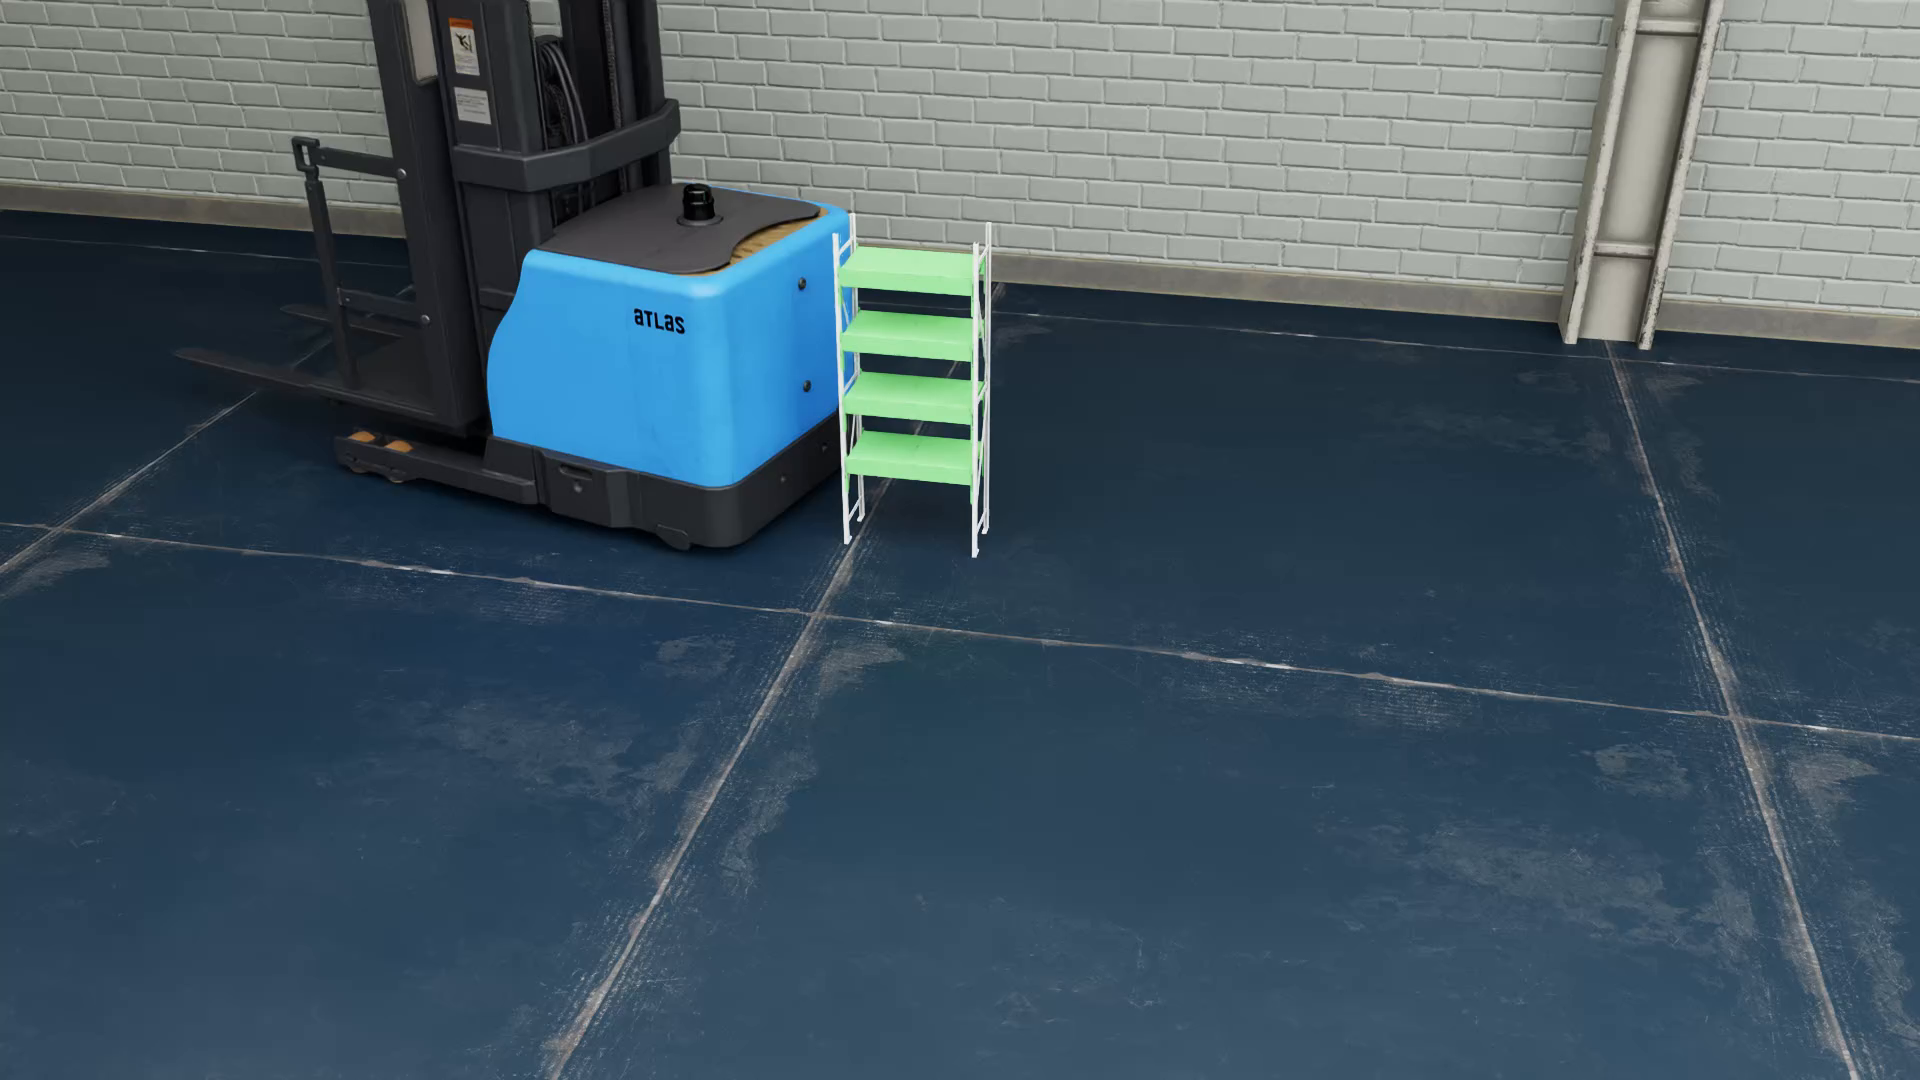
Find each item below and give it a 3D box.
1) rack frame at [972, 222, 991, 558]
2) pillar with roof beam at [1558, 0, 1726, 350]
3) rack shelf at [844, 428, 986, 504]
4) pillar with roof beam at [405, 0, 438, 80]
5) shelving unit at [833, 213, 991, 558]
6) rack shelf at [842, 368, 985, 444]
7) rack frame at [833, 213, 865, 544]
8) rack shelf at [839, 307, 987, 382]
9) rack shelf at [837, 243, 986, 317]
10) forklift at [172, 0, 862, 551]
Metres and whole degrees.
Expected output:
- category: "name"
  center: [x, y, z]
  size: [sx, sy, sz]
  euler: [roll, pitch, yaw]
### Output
- category: "rack frame"
  center: [0.077, -0.518, 5.947]
  size: [0.015, 1.200, 0.240]
  euler: [6, 29, 11]
- category: "pillar with roof beam"
  center: [2.223, -2.922, 2.216]
  size: [0.400, 9.000, 9.100]
  euler: [6, 29, 11]
- category: "rack shelf"
  center: [-0.162, -0.276, 6.138]
  size: [0.480, 0.148, 0.258]
  euler: [6, 29, 11]
- category: "pillar with roof beam"
  center: [-3.645, -3.524, 3.315]
  size: [0.400, 9.000, 9.100]
  euler: [6, 29, 11]
- category: "shelving unit"
  center: [-0.162, -0.543, 5.992]
  size: [0.503, 1.200, 0.258]
  euler: [6, 29, 11]
- category: "rack shelf"
  center: [-0.162, -0.487, 6.023]
  size: [0.480, 0.148, 0.258]
  euler: [6, 29, 11]
- category: "rack frame"
  center: [-0.401, -0.567, 6.037]
  size: [0.015, 1.200, 0.240]
  euler: [6, 29, 11]
- category: "rack shelf"
  center: [-0.162, -0.697, 5.908]
  size: [0.480, 0.148, 0.258]
  euler: [6, 29, 11]
- category: "rack shelf"
  center: [-0.162, -0.908, 5.792]
  size: [0.480, 0.148, 0.258]
  euler: [6, 29, 11]
- category: "forklift"
  center: [-1.951, -1.726, 6.350]
  size: [3.031, 2.935, 1.130]
  euler: [13, 31, 23]
